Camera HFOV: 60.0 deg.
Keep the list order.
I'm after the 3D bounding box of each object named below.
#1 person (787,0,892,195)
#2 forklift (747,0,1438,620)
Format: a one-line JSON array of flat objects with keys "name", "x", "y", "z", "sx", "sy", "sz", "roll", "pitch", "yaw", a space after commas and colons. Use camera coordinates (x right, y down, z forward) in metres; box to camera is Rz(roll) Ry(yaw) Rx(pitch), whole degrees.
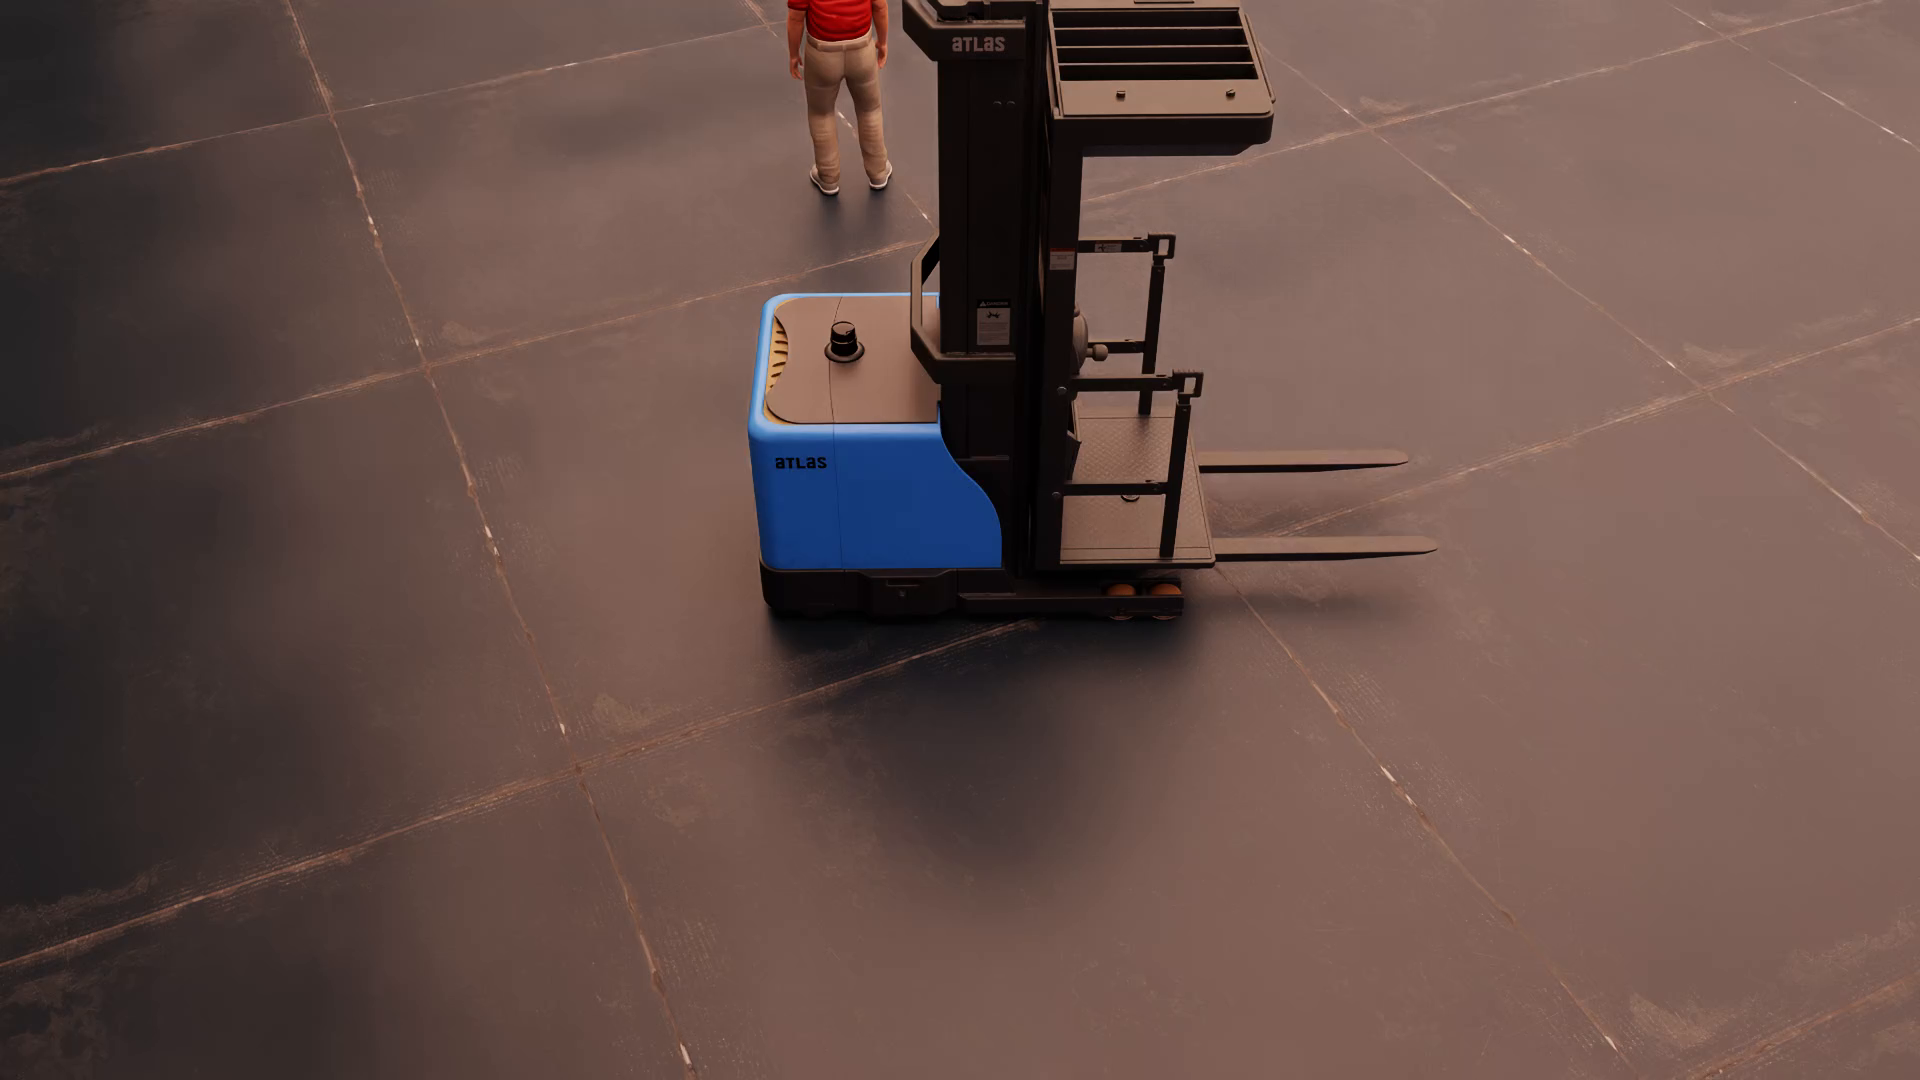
[{"name": "person", "x": -0.693, "y": -2.811, "z": 9.575, "sx": 0.604, "sy": 1.726, "sz": 0.399, "roll": -10, "pitch": 44, "yaw": -10}, {"name": "forklift", "x": 0.624, "y": -1.078, "z": 6.835, "sx": 3.031, "sy": 2.935, "sz": 1.130, "roll": -1, "pitch": 43, "yaw": -1}]
